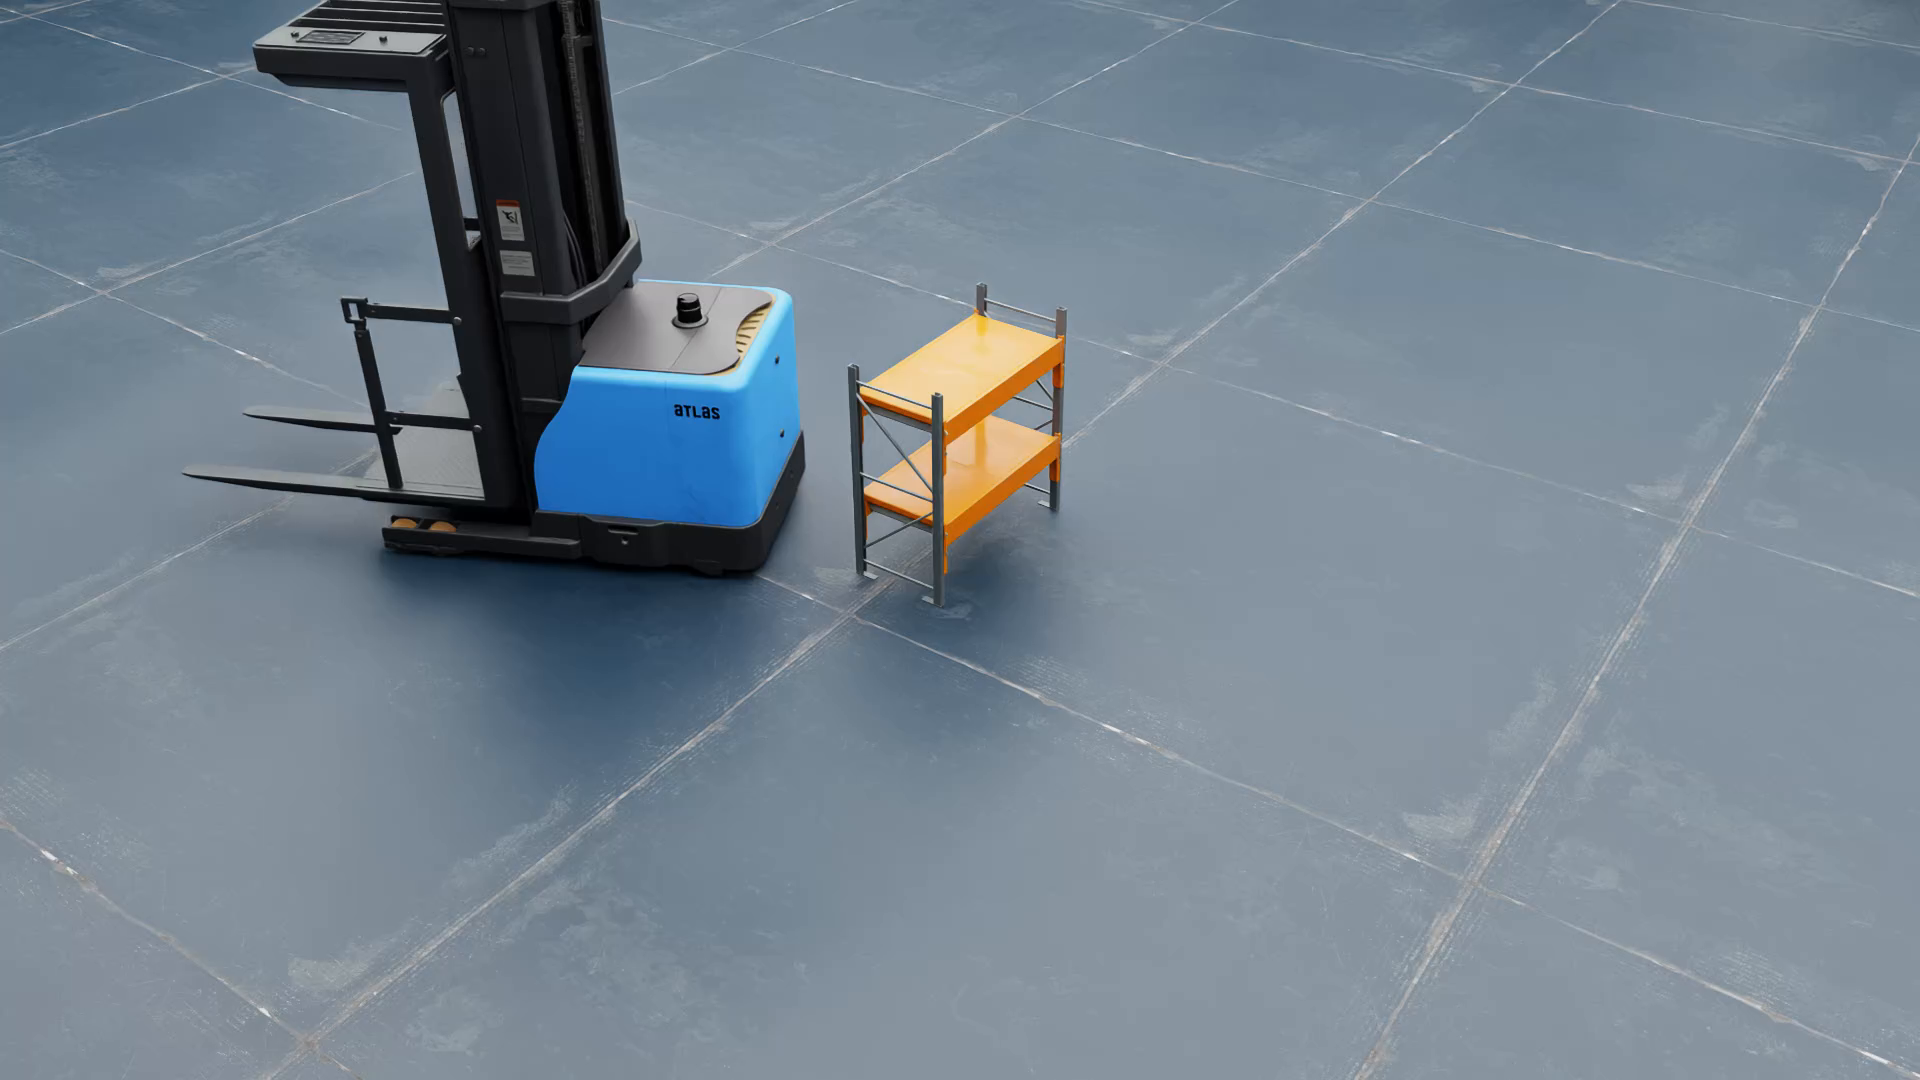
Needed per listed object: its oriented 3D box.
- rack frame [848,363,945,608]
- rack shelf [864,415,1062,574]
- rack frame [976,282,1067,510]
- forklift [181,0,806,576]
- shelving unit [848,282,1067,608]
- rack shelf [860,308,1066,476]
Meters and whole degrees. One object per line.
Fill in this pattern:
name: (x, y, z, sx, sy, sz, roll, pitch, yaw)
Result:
rack frame: (-0.286, -0.235, 7.594, 0.500, 1.125, 0.032, 21, 39, 28)
rack shelf: (0.004, -0.267, 8.076, 0.538, 0.278, 1.000, 21, 39, 28)
rack frame: (0.294, -0.703, 8.285, 0.500, 1.125, 0.032, 21, 39, 28)
forklift: (-2.368, -1.421, 7.735, 3.031, 2.935, 1.130, 5, 34, 7)
shelving unit: (0.004, -0.469, 7.939, 0.538, 1.125, 1.048, 21, 39, 28)
rack shelf: (0.004, -0.712, 7.776, 0.538, 0.278, 1.000, 21, 39, 28)
